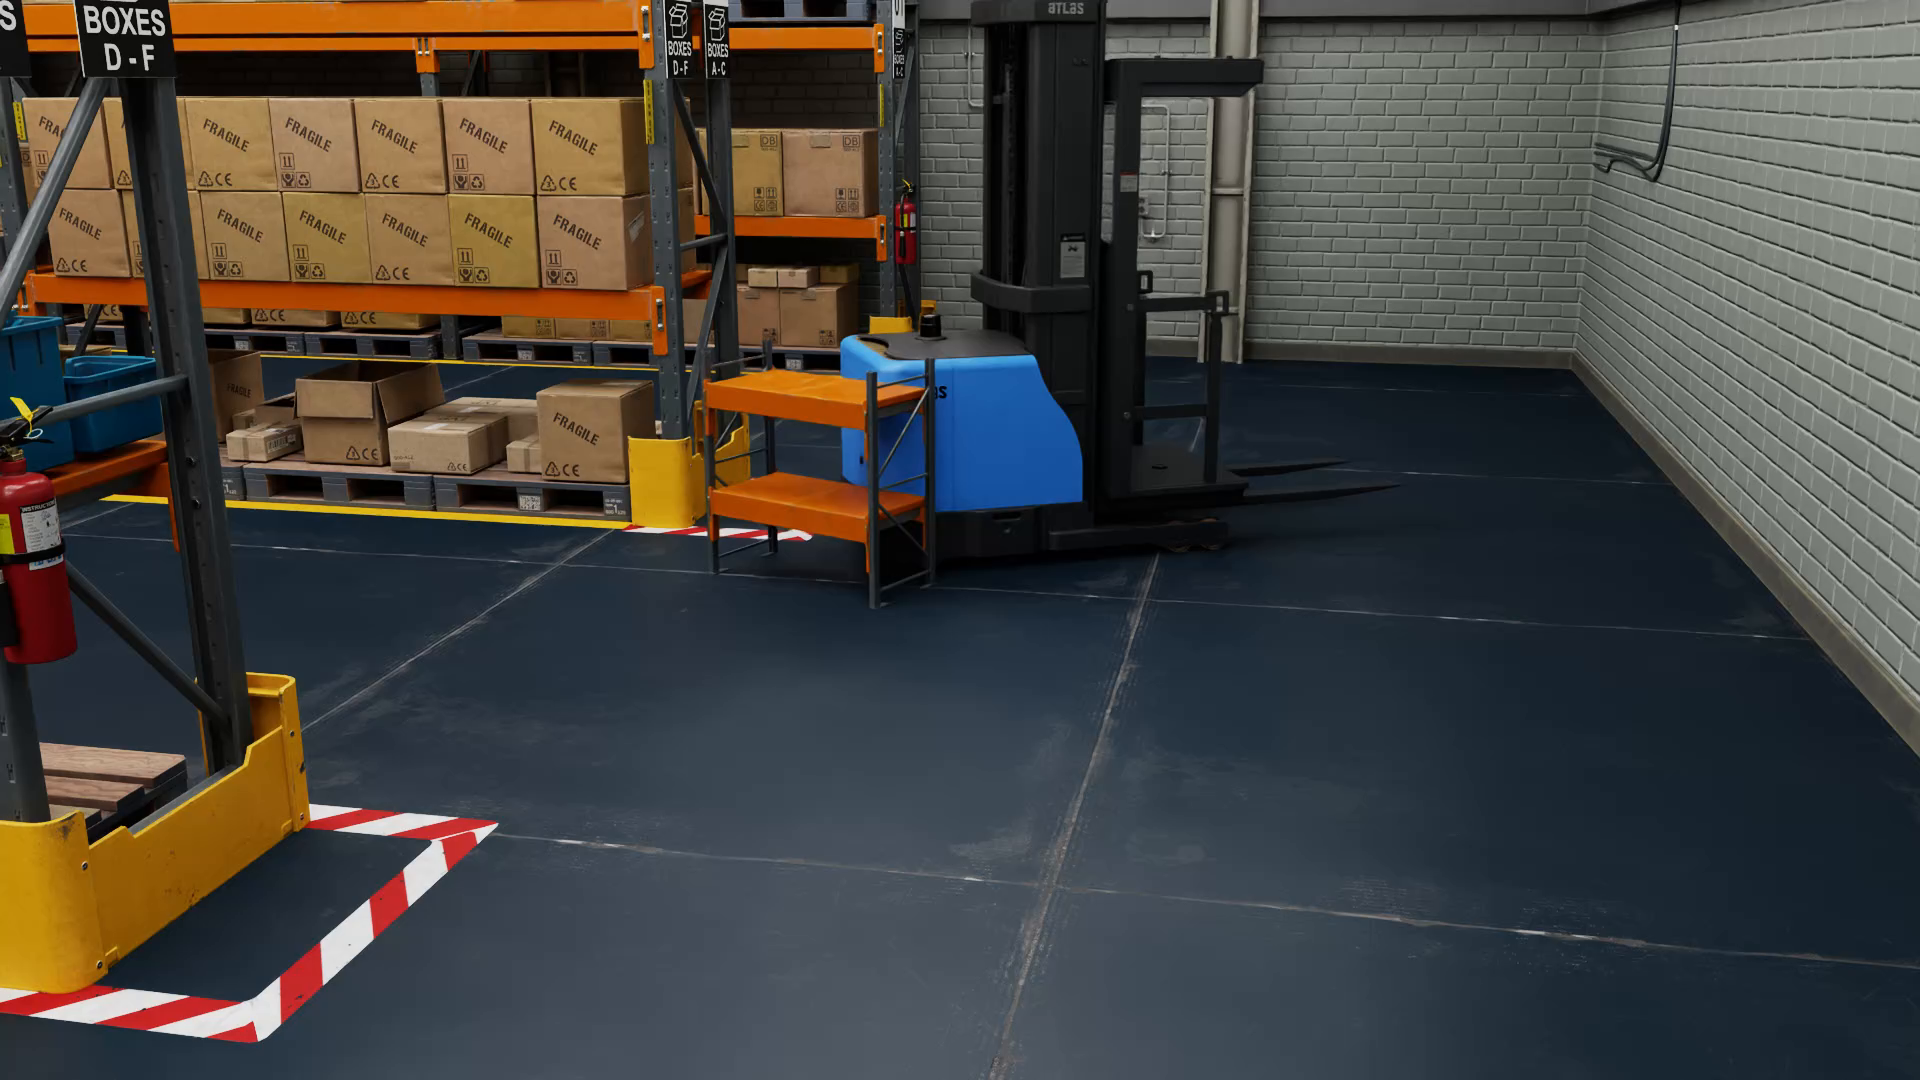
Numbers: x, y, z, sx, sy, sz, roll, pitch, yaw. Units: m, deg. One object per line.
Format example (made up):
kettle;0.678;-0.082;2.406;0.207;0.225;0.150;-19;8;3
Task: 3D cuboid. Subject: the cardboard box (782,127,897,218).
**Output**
cardboard box;-1.006;-3.127;14.099;0.700;0.700;0.980;4;16;14

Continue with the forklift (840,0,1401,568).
forklift;0.917;-1.475;8.827;3.031;2.935;1.130;-5;16;-16

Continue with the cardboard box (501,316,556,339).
cardboard box;-3.711;-2.102;14.855;0.500;0.500;0.700;3;16;12

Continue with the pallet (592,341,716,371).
pallet;-2.495;-1.701;14.738;1.213;0.211;1.003;3;16;11

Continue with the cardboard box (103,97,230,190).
cardboard box;-4.496;-2.278;9.538;0.500;0.500;0.500;3;16;9

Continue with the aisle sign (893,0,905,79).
aisle sign;-0.493;-4.128;13.406;0.004;0.787;0.394;3;16;11

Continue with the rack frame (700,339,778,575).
rack frame;-1.110;-0.423;8.413;0.032;1.125;0.500;10;19;33

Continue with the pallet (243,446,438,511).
pallet;-3.535;-0.429;10.147;1.213;0.211;1.003;3;16;11

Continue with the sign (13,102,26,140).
sign;-8.442;-3.761;14.928;0.005;0.325;0.100;3;16;11

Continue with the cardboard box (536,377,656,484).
cardboard box;-2.069;-0.633;9.518;0.500;0.500;0.500;3;16;11

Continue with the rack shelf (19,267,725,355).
rack shelf;-3.447;-1.421;9.851;4.000;0.370;1.077;3;16;11

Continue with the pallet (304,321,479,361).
pallet;-5.195;-1.848;15.267;1.213;0.211;1.003;3;16;11

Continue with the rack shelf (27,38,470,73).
rack shelf;-6.384;-4.376;14.898;4.000;0.370;1.077;3;16;11

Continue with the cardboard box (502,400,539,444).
cardboard box;-2.454;-0.678;10.148;0.500;0.250;0.500;3;16;11

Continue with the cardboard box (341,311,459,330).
cardboard box;-5.087;-2.337;15.051;0.750;0.750;0.750;3;16;12

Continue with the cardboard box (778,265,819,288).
cardboard box;-1.372;-2.238;14.134;0.250;0.149;0.380;3;16;10

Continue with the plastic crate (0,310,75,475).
plastic crate;-2.844;-0.381;4.569;0.499;0.435;0.616;3;16;11

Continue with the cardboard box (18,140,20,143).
cardboard box;-8.806;-3.666;15.595;0.500;0.500;0.700;1;16;5

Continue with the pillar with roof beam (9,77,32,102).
pillar with roof beam;-10.303;-5.444;11.787;0.400;9.000;9.100;3;16;11

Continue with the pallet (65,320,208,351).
pallet;-7.586;-1.978;15.736;1.213;0.211;1.003;3;16;11

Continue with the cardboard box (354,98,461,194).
cardboard box;-2.983;-2.196;9.242;0.500;0.500;0.500;4;16;13

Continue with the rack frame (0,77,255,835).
rack frame;-2.478;-0.366;4.694;0.127;3.000;1.000;3;16;11

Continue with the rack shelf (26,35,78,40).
rack shelf;-7.367;-3.080;10.219;4.000;0.370;1.077;3;16;11

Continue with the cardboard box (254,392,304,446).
cardboard box;-4.057;-0.795;10.454;0.500;0.311;0.500;3;16;11

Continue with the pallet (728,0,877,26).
pallet;-1.233;-4.397;13.794;1.213;0.211;1.003;3;16;11

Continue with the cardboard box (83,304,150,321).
cardboard box;-7.649;-2.476;15.552;0.750;0.750;0.750;3;16;10

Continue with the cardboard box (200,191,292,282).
cardboard box;-3.970;-1.770;9.577;0.500;0.500;0.500;3;16;11

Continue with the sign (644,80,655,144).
sign;-1.618;-2.228;8.654;0.005;0.325;0.100;3;16;11

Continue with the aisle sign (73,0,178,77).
aisle sign;-2.349;-1.693;4.614;0.004;0.787;0.394;3;16;11

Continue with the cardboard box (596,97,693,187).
cardboard box;-1.870;-2.284;9.559;0.500;0.500;0.500;4;16;13

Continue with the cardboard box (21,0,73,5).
cardboard box;-4.980;-3.157;9.432;0.500;0.250;0.500;3;16;11

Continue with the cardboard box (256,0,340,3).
cardboard box;-3.511;-3.077;9.142;0.500;0.250;0.500;3;16;11

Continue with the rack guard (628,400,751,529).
rack guard;-1.562;-0.461;9.719;0.348;0.500;1.175;3;16;11

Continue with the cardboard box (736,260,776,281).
cardboard box;-1.789;-2.365;14.591;0.250;0.149;0.380;3;16;12

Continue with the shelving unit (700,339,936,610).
shelving unit;-0.691;-0.346;8.136;1.048;1.125;0.538;10;19;33

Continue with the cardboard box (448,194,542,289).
cardboard box;-2.490;-1.689;9.283;0.500;0.500;0.500;3;16;12

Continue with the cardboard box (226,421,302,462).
cardboard box;-4.189;-0.599;10.017;0.250;0.166;0.380;3;16;11

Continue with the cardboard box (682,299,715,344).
cardboard box;-2.193;-2.020;14.560;0.500;0.500;0.700;3;16;9

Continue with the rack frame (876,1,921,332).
rack frame;-0.504;-2.958;14.050;0.127;3.000;1.000;3;16;11
